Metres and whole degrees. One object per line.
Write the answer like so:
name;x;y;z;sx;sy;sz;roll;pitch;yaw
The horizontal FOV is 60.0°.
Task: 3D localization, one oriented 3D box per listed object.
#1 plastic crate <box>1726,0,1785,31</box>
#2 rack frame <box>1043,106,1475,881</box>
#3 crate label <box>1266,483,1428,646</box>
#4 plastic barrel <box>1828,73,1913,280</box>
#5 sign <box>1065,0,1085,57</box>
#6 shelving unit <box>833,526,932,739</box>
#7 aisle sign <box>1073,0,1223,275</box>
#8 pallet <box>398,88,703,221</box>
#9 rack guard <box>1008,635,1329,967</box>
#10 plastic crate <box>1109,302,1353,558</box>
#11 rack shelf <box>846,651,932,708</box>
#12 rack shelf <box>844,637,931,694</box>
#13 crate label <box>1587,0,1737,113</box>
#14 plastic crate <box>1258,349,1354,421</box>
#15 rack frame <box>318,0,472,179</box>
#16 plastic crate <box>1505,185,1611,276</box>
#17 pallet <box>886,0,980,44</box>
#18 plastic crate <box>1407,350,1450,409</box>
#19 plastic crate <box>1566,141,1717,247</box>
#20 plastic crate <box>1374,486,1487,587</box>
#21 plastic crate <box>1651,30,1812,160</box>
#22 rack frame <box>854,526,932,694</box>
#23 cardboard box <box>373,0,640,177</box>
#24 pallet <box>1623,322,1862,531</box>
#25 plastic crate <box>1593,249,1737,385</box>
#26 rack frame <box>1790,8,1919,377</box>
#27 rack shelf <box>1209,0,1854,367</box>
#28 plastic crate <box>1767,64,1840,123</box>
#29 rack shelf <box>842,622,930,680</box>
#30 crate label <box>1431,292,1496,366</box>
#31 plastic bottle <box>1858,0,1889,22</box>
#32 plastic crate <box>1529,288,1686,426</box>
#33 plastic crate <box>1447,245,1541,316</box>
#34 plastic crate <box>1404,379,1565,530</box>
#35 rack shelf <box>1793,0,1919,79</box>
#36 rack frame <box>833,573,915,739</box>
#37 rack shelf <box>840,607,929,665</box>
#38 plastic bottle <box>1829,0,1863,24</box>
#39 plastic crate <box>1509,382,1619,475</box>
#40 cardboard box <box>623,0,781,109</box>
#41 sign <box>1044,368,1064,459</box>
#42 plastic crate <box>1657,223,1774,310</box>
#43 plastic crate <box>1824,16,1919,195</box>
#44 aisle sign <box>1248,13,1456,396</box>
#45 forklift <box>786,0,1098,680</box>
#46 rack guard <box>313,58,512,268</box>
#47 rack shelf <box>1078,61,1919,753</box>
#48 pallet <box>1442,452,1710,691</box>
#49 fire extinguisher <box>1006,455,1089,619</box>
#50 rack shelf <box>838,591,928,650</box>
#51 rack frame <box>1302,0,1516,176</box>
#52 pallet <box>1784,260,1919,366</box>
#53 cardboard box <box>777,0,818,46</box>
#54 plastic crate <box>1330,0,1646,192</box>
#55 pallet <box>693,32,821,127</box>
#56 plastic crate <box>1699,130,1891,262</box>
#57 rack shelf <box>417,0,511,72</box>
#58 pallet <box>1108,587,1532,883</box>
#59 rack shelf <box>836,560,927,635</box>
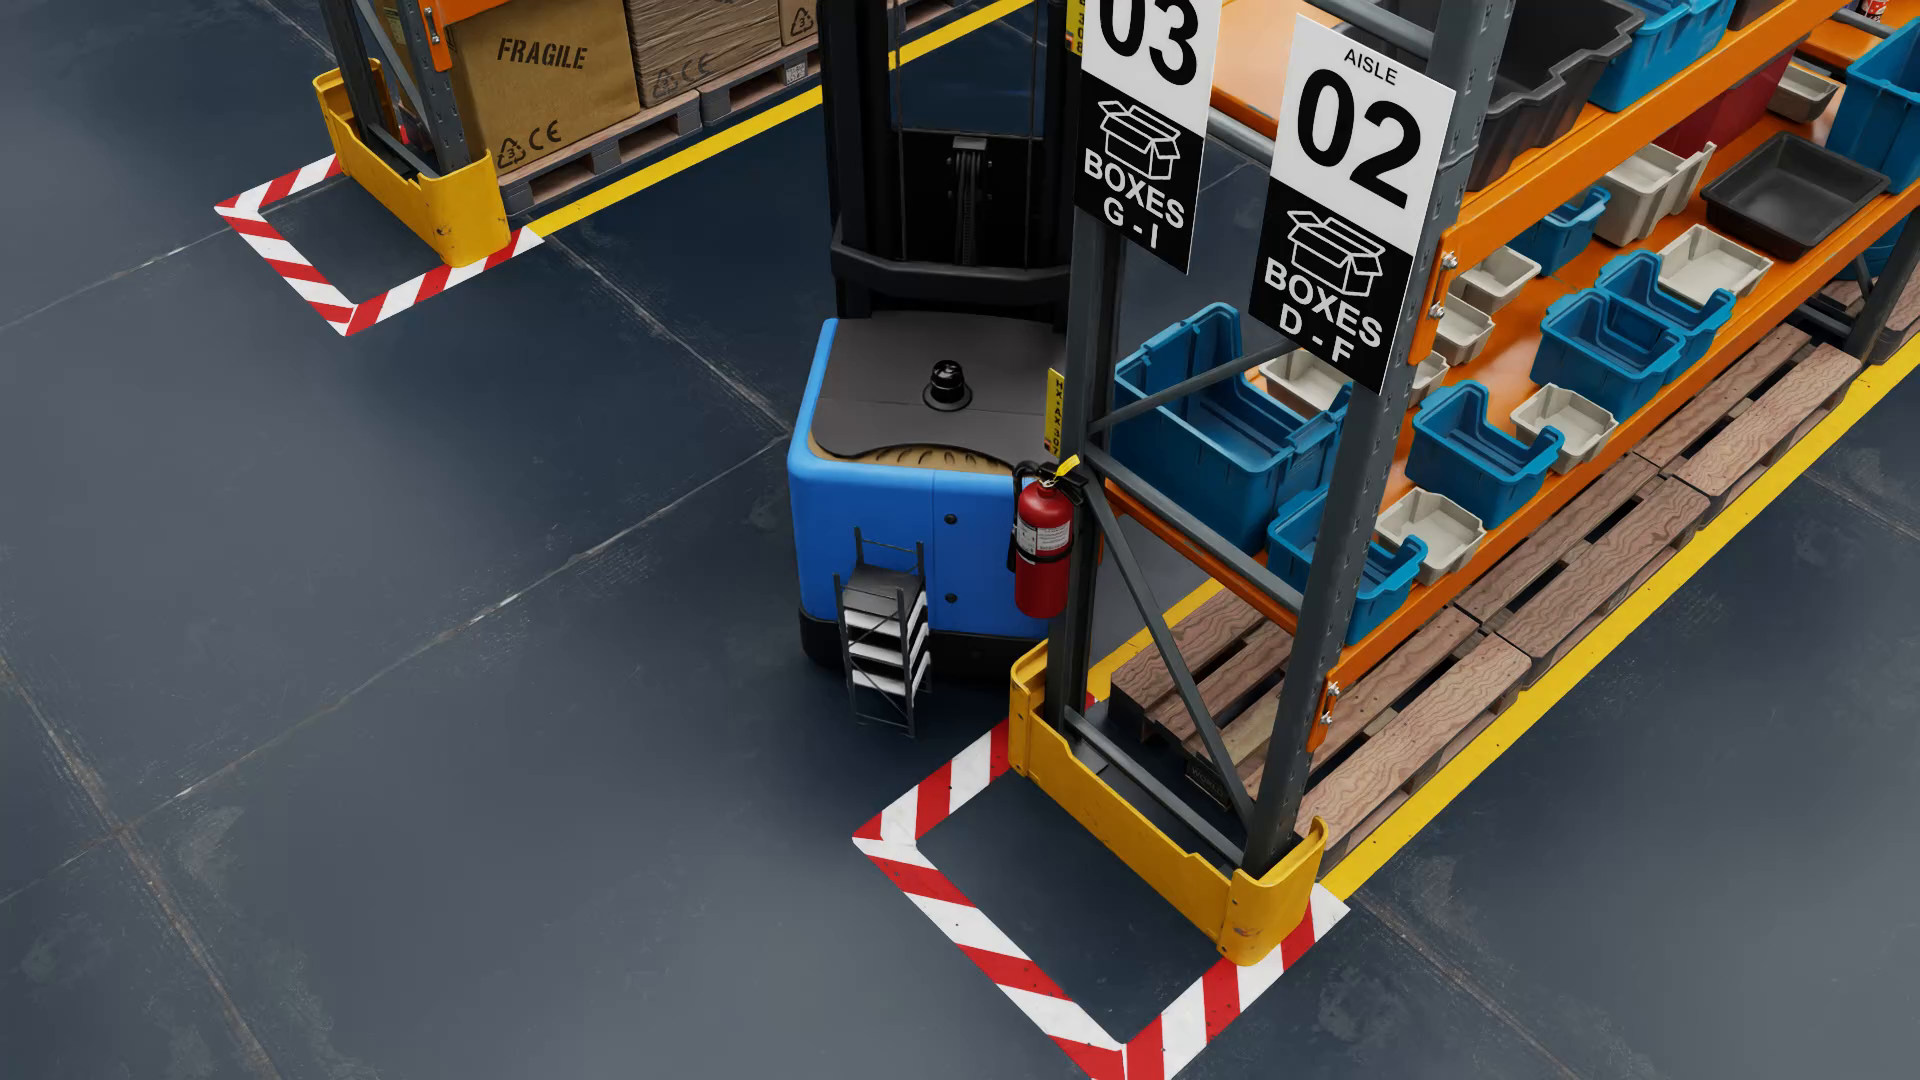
plastic crate;1.990;-1.620;4.205;0.767;0.338;0.504;-34;56;-27
rack frame;0.675;-0.018;4.726;0.127;3.000;1.000;-34;56;-27
crate label;1.079;0.075;4.713;0.303;0.233;0.416;-34;56;-27
plastic barrel;4.048;-1.686;7.407;0.708;0.901;0.600;-34;56;-27
sign;0.293;-1.291;3.930;0.005;0.325;0.100;-34;56;-27
shelving unit;-0.259;0.340;5.815;0.258;0.900;0.210;13;53;12
aisle sign;0.425;-1.023;3.885;0.004;0.787;0.394;-34;56;-27
pallet;-2.118;-2.204;8.640;1.213;0.211;1.003;-34;56;-27
rack guard;0.666;0.848;5.627;0.348;0.500;1.175;-34;56;-27
plastic crate;0.797;-0.318;4.937;0.499;0.435;0.616;-34;56;-27
rack shelf;-0.254;0.473;5.981;0.258;0.077;0.200;13;53;12
rack shelf;-0.256;0.417;5.911;0.258;0.077;0.200;13;53;12
crate label;1.575;-1.265;3.937;0.502;0.251;0.408;-34;56;-27
plastic crate;1.156;-0.451;5.264;0.243;0.136;0.396;-34;56;-27
rack frame;-2.657;-2.711;7.211;0.127;3.000;1.000;-34;56;-27
plastic crate;2.022;-1.137;5.831;0.300;0.233;0.416;-34;56;-27
pallet;-0.313;-3.410;9.753;1.213;0.211;1.003;-34;56;-27
plastic crate;1.381;-0.586;5.388;0.243;0.136;0.396;-34;56;-27
plastic crate;2.381;-1.321;5.968;0.530;0.282;0.437;-34;56;-27
plastic crate;1.372;-0.006;4.853;0.298;0.136;0.250;-34;56;-27
plastic crate;2.805;-1.733;6.224;0.583;0.464;0.402;-34;56;-27
rack frame;-0.228;0.264;5.875;0.240;0.900;0.006;13;53;12
cardboard box;-2.237;-2.493;8.170;0.875;0.875;0.875;-34;56;-27
pallet;3.116;-0.666;7.221;1.213;0.211;1.003;-34;56;-27
plastic crate;2.275;-0.724;5.450;0.300;0.233;0.416;-34;56;-27
rack frame;3.634;-1.996;6.551;0.127;3.000;1.000;-34;56;-27
rack shelf;2.155;-1.780;4.800;4.000;0.370;1.077;-34;56;-27
plastic crate;3.194;-1.774;6.485;0.243;0.136;0.396;-34;56;-27
rack shelf;-0.258;0.361;5.841;0.258;0.077;0.200;13;53;12
crate label;1.570;-0.737;5.528;0.243;0.136;0.396;-34;56;-27
plastic bottle;3.806;-2.241;6.912;0.097;0.201;0.097;0;47;0
plastic crate;2.053;-0.576;5.313;0.300;0.233;0.416;-34;56;-27
plastic crate;1.777;-0.894;5.672;0.250;0.136;0.298;-34;56;-27
plastic crate;1.566;-0.250;5.013;0.300;0.233;0.416;-34;56;-27
rack shelf;5.114;-2.741;7.727;4.000;0.370;1.077;-34;56;-27
rack frame;-0.290;0.416;5.755;0.240;0.900;0.006;13;53;12
rack shelf;-0.260;0.305;5.770;0.258;0.077;0.200;13;53;12
plastic bottle;3.709;-2.324;6.938;0.135;0.276;0.152;-34;56;-27
plastic crate;1.874;-0.341;5.162;0.298;0.136;0.250;-34;56;-27
cardboard box;-1.564;-2.943;8.585;0.875;0.875;0.875;-34;56;-27
sign;0.293;-0.365;4.934;0.005;0.325;0.100;-34;56;-27
plastic crate;2.548;-0.902;5.680;0.466;0.136;0.293;-34;56;-27
plastic crate;3.518;-1.595;6.150;0.575;0.384;0.392;-34;56;-27
aisle sign;0.821;-0.703;3.589;0.004;0.787;0.394;-34;56;-27
forklift;0.089;-1.554;6.189;1.130;2.935;3.031;5;48;5
rack guard;-2.675;-1.852;8.119;0.348;0.500;1.175;-34;56;-27
rack shelf;2.155;-0.763;5.903;4.000;0.370;1.077;-34;56;-27
pallet;2.213;-0.059;6.661;1.213;0.211;1.003;-34;56;-27
fire extinguisher;0.258;-0.038;5.050;0.183;0.674;0.296;-34;56;-27
rack shelf;-0.262;0.248;5.700;0.258;0.077;0.200;13;53;12
rack frame;0.675;-2.053;2.521;0.127;3.000;1.000;-34;56;-27
pallet;4.233;-1.409;7.907;1.213;0.211;1.003;-34;56;-27
cardboard box;-0.906;-3.383;8.991;0.875;0.875;0.875;-34;56;-27
plastic crate;1.147;-1.030;3.707;0.590;0.269;0.497;-34;56;-27
pallet;-1.216;-2.804;9.193;1.213;0.211;1.003;-34;56;-27
plastic crate;2.987;-1.223;5.984;0.590;0.125;0.437;-34;56;-27
rack shelf;-1.177;-3.456;8.388;4.000;0.370;1.077;-34;56;-27
pallet;1.311;0.541;6.107;1.213;0.211;1.003;-34;56;-27
rack shelf;-0.264;0.192;5.630;0.258;0.077;0.200;13;53;12
